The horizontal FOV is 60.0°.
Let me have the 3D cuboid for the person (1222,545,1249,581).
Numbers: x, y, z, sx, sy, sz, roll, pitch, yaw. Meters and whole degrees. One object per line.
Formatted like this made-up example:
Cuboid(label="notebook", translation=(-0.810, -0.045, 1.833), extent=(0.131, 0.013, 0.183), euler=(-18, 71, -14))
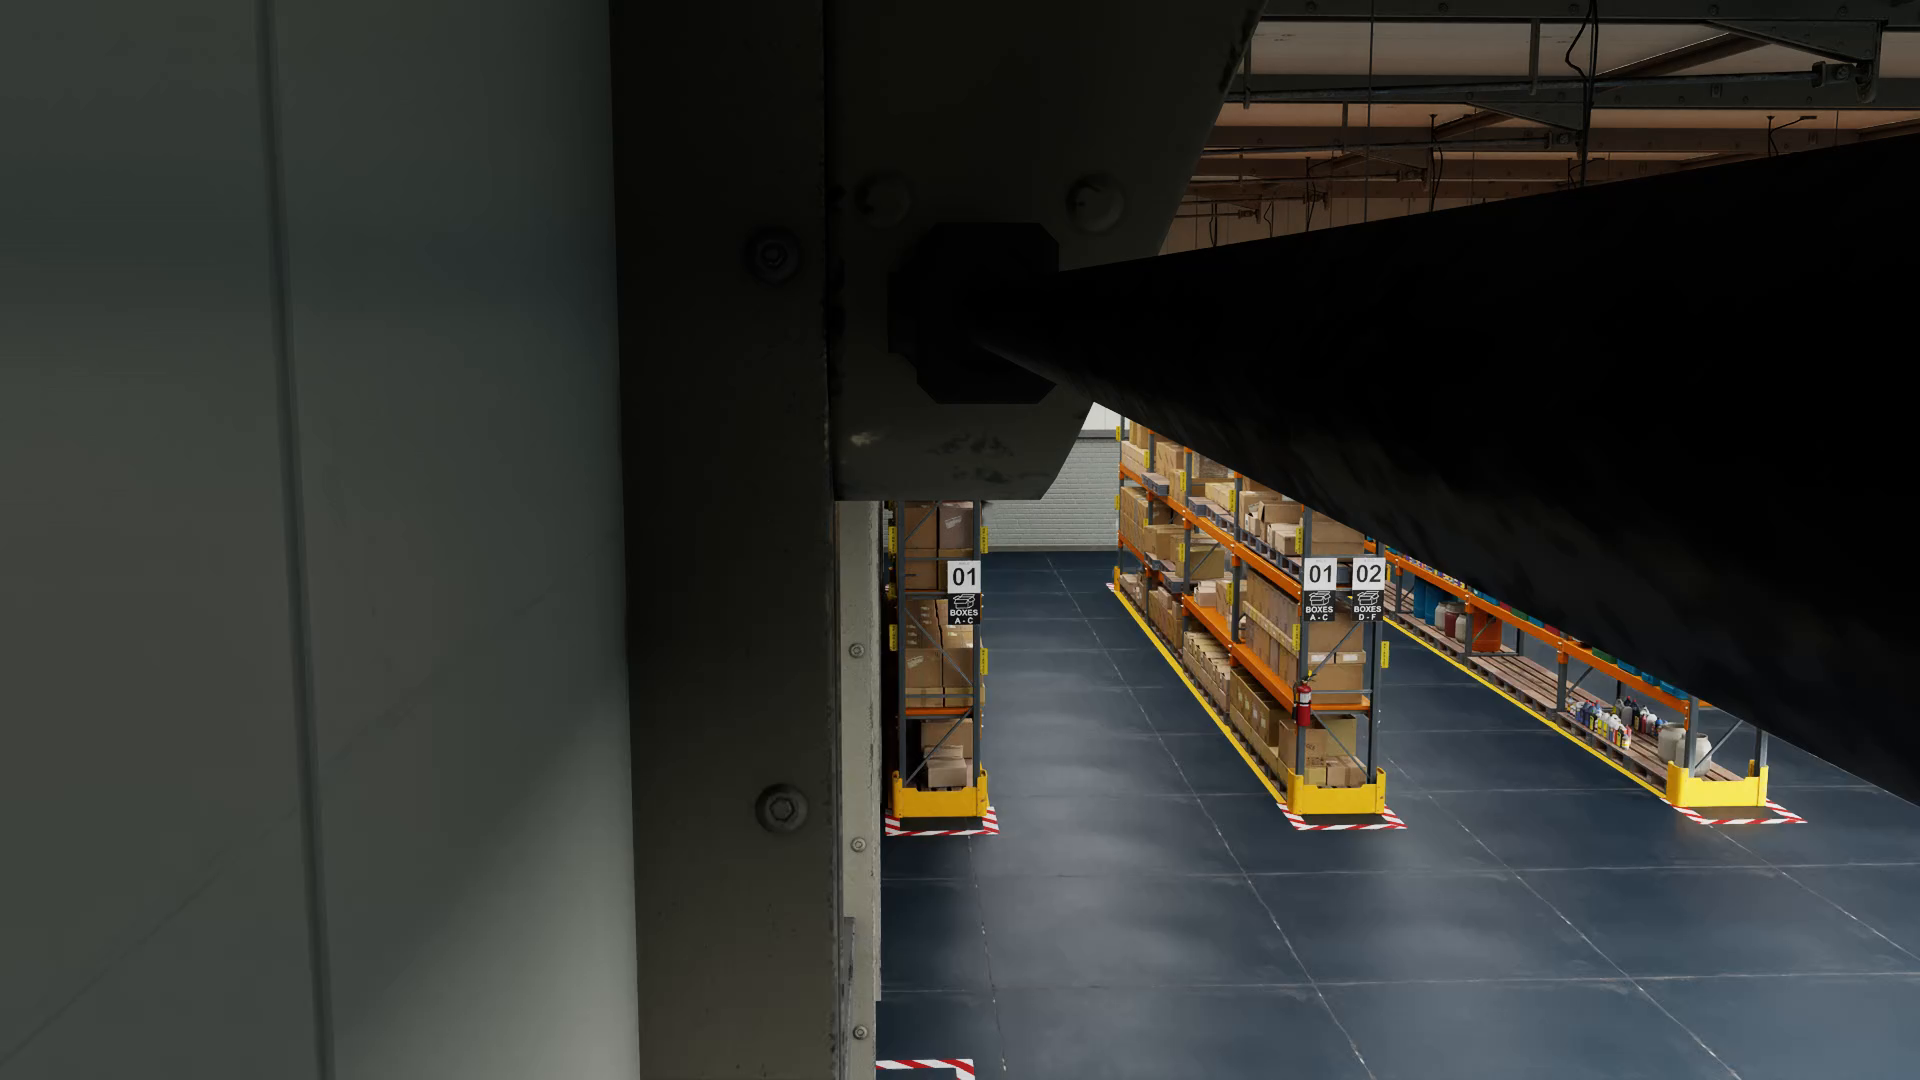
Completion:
Cuboid(label="person", translation=(5.910, 0.417, 35.665), extent=(0.689, 1.670, 0.641), euler=(-2, 8, -13))
